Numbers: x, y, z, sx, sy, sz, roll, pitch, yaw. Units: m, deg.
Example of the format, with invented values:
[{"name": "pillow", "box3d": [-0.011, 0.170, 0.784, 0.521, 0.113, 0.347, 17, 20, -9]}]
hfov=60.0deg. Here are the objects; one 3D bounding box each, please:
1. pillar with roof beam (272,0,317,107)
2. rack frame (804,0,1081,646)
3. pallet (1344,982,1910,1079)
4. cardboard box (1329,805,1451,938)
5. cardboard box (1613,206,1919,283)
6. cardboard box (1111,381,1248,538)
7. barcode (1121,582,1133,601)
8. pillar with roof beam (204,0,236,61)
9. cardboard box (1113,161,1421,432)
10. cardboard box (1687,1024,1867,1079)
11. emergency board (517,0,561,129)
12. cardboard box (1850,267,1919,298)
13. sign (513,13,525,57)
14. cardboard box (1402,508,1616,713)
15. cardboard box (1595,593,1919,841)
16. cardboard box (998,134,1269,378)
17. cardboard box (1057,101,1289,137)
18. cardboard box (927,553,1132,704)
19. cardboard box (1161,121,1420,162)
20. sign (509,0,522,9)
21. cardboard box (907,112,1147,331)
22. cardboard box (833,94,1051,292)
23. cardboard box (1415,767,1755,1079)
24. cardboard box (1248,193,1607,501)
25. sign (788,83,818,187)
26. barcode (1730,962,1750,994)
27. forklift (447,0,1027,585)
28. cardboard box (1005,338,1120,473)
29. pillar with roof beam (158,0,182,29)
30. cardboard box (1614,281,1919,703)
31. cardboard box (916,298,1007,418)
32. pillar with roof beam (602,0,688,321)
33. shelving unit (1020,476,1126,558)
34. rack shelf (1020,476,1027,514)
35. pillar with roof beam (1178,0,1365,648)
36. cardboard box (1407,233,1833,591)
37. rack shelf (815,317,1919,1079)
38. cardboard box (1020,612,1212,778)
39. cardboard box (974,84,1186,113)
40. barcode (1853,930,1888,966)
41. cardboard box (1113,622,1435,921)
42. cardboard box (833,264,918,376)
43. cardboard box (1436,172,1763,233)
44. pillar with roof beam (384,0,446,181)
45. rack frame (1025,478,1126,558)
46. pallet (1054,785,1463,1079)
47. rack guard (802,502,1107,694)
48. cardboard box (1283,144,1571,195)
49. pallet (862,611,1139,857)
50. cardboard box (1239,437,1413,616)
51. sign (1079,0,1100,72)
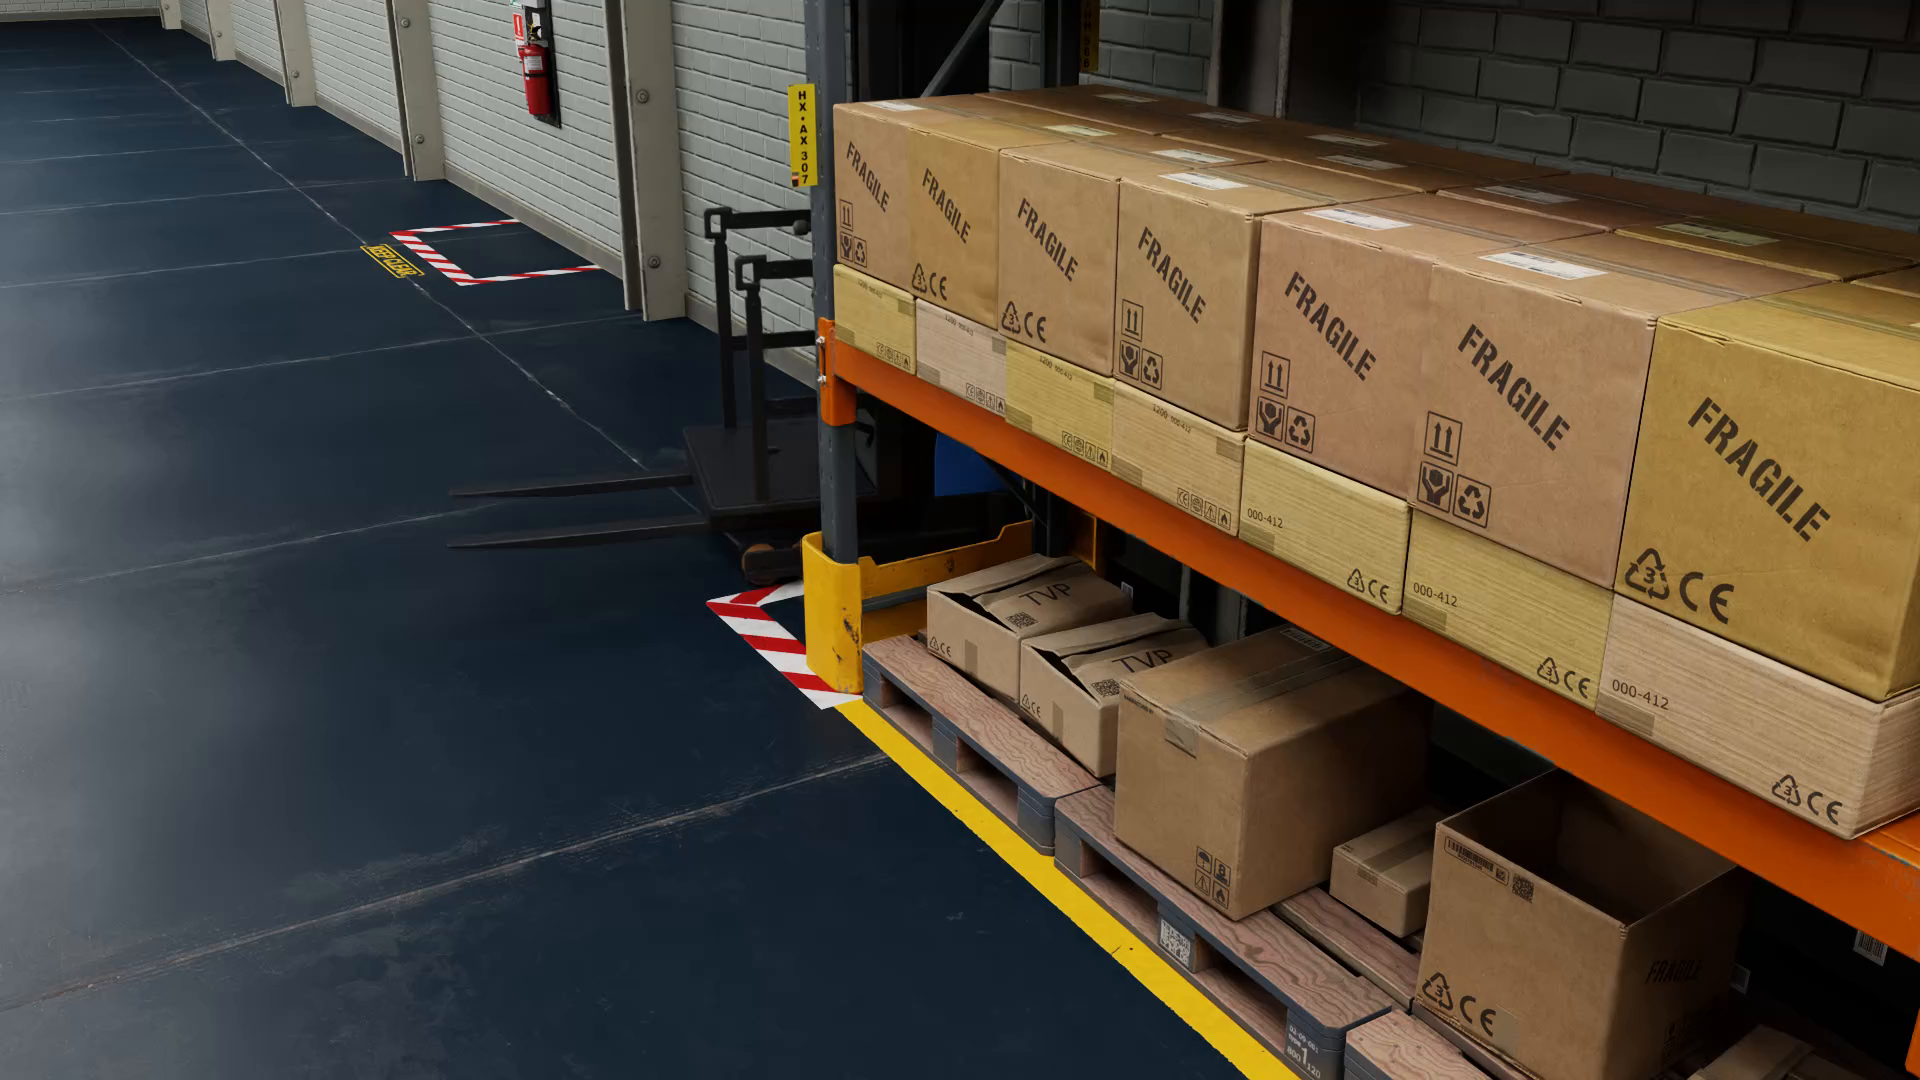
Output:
[{"name": "pillar with roof beam", "box3d": [-11.837, -8.739, 16.860, 9.100, 9.000, 0.400, -13, 25, -28]}, {"name": "rack frame", "box3d": [-0.042, -1.021, 5.840, 1.000, 3.000, 0.127, -13, 25, -28]}, {"name": "pallet", "box3d": [1.627, 1.355, 3.697, 1.003, 0.211, 1.213, -13, 25, -28]}, {"name": "cardboard box", "box3d": [1.201, 0.869, 4.391, 0.380, 0.149, 0.250, -15, 26, -32]}, {"name": "cardboard box", "box3d": [1.679, -0.374, 3.424, 0.500, 0.500, 0.500, -13, 25, -29]}, {"name": "cardboard box", "box3d": [0.723, -0.246, 4.106, 0.500, 0.250, 0.500, -12, 25, -28]}, {"name": "barcode", "box3d": [0.587, 0.187, 5.843, 0.001, 0.075, 0.075, -13, 25, -28]}, {"name": "pillar with roof beam", "box3d": [-14.902, -10.681, 21.639, 9.100, 9.000, 0.400, -13, 25, -28]}, {"name": "cardboard box", "box3d": [0.719, -0.601, 3.982, 0.500, 0.500, 0.500, -12, 25, -27]}, {"name": "cardboard box", "box3d": [1.702, 1.215, 3.517, 0.380, 0.166, 0.250, -17, 27, -35]}, {"name": "emergency board", "box3d": [-3.236, -3.710, 12.456, 0.194, 1.169, 0.643, -13, 25, -28]}, {"name": "cardboard box", "box3d": [1.940, -0.206, 3.010, 0.500, 0.500, 0.500, -13, 26, -29]}, {"name": "sign", "box3d": [-3.429, -3.926, 12.939, 0.001, 0.329, 0.234, -13, 25, -28]}, {"name": "cardboard box", "box3d": [1.251, 0.076, 3.313, 0.500, 0.250, 0.500, -12, 25, -28]}, {"name": "cardboard box", "box3d": [1.498, 0.239, 2.912, 0.500, 0.250, 0.500, -13, 25, -28]}, {"name": "cardboard box", "box3d": [0.446, -0.765, 4.388, 0.500, 0.500, 0.500, -14, 26, -30]}, {"name": "cardboard box", "box3d": [0.630, -1.032, 5.043, 0.500, 0.500, 0.500, -12, 25, -28]}, {"name": "cardboard box", "box3d": [0.234, 0.262, 5.670, 0.500, 0.311, 0.500, -16, 27, -34]}, {"name": "cardboard box", "box3d": [0.898, -0.865, 4.633, 0.500, 0.500, 0.500, -13, 26, -30]}, {"name": "sign", "box3d": [-3.435, -4.168, 12.831, 0.001, 0.109, 0.331, -13, 25, -28]}, {"name": "cardboard box", "box3d": [0.187, -0.934, 4.802, 0.500, 0.500, 0.500, -13, 25, -28]}, {"name": "cardboard box", "box3d": [-0.057, -1.096, 5.201, 0.500, 0.500, 0.500, -13, 25, -28]}, {"name": "cardboard box", "box3d": [1.436, 0.900, 3.850, 0.500, 0.500, 0.500, -15, 26, -32]}, {"name": "cardboard box", "box3d": [0.986, -0.432, 3.568, 0.500, 0.500, 0.500, -13, 26, -30]}, {"name": "sign", "box3d": [-0.509, -1.318, 5.420, 0.100, 0.325, 0.005, -13, 25, -28]}, {"name": "barcode", "box3d": [1.825, 1.025, 3.914, 0.001, 0.075, 0.075, -13, 25, -28]}, {"name": "forklift", "box3d": [-0.673, -1.392, 6.843, 3.031, 2.935, 1.130, -6, 23, -14]}, {"name": "cardboard box", "box3d": [0.467, -0.410, 4.510, 0.500, 0.250, 0.500, -13, 26, -29]}, {"name": "pillar with roof beam", "box3d": [-17.967, -12.623, 26.417, 9.100, 9.000, 0.400, -13, 25, -28]}, {"name": "cardboard box", "box3d": [1.494, -0.107, 2.768, 0.500, 0.500, 0.500, -13, 25, -28]}, {"name": "cardboard box", "box3d": [0.212, -0.576, 4.919, 0.500, 0.250, 0.500, -13, 26, -30]}, {"name": "pillar with roof beam", "box3d": [-5.707, -4.854, 7.303, 9.100, 9.000, 0.400, -13, 25, -28]}, {"name": "shelving unit", "box3d": [0.362, -0.738, 6.888, 0.431, 1.500, 0.755, -8, 24, -8]}, {"name": "rack shelf", "box3d": [0.388, -0.440, 7.018, 0.431, 0.370, 0.720, -8, 24, -8]}, {"name": "pillar with roof beam", "box3d": [-2.642, -2.912, 2.525, 9.100, 9.000, 0.400, -13, 25, -28]}, {"name": "cardboard box", "box3d": [1.234, -0.267, 3.162, 0.500, 0.500, 0.500, -13, 25, -29]}, {"name": "rack shelf", "box3d": [0.979, -0.040, 4.382, 1.077, 0.370, 4.000, -13, 25, -28]}, {"name": "cardboard box", "box3d": [0.525, 0.447, 5.216, 0.500, 0.311, 0.500, -10, 24, -24]}, {"name": "cardboard box", "box3d": [0.381, -1.196, 5.448, 0.500, 0.500, 0.500, -13, 25, -29]}, {"name": "barcode", "box3d": [1.931, 0.859, 3.525, 0.001, 0.075, 0.075, -13, 25, -28]}, {"name": "cardboard box", "box3d": [0.857, 0.606, 4.572, 0.700, 0.500, 0.500, -14, 26, -32]}, {"name": "cardboard box", "box3d": [-0.066, -0.742, 5.325, 0.500, 0.250, 0.500, -13, 26, -30]}, {"name": "cardboard box", "box3d": [1.430, -0.536, 3.824, 0.500, 0.500, 0.500, -12, 25, -27]}, {"name": "pillar with roof beam", "box3d": [-8.772, -6.796, 12.082, 9.100, 9.000, 0.400, -13, 25, -28]}, {"name": "rack frame", "box3d": [0.429, -0.599, 6.556, 0.400, 1.500, 0.023, -8, 24, -8]}, {"name": "pallet", "box3d": [1.000, 0.960, 4.670, 1.003, 0.211, 1.213, -13, 25, -28]}, {"name": "rack guard", "box3d": [-0.003, 0.162, 6.250, 1.175, 0.500, 0.348, -13, 25, -28]}, {"name": "cardboard box", "box3d": [1.155, -0.702, 4.232, 0.500, 0.500, 0.500, -12, 25, -28]}, {"name": "pallet", "box3d": [0.381, 0.565, 5.641, 1.003, 0.211, 1.213, -13, 25, -28]}, {"name": "cardboard box", "box3d": [0.981, -0.084, 3.706, 0.500, 0.250, 0.500, -13, 25, -29]}, {"name": "sign", "box3d": [0.445, -1.804, 5.809, 0.100, 0.325, 0.005, -13, 25, -28]}]
